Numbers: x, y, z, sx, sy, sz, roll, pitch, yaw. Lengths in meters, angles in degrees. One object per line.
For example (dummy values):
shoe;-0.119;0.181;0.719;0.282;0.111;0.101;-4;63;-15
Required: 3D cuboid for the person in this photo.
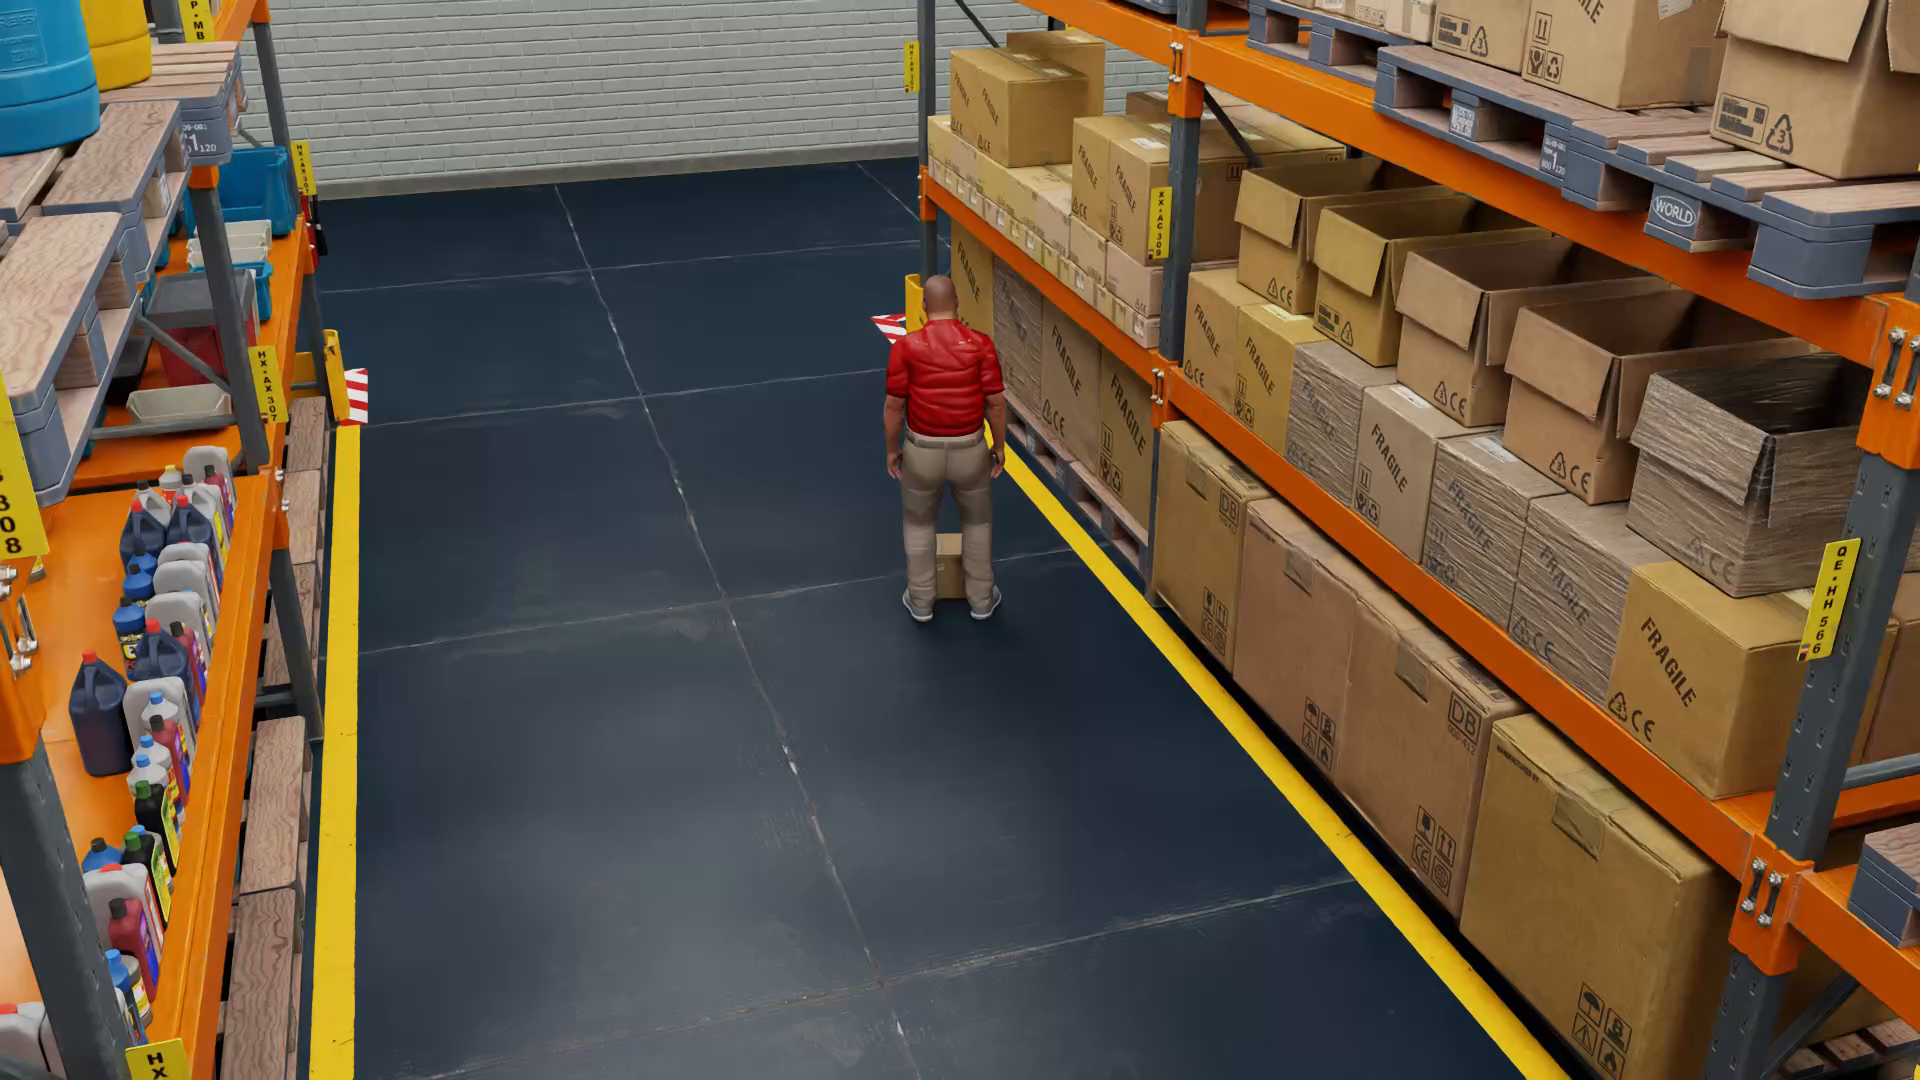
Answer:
person;-0.070;-0.419;7.982;0.585;1.726;0.396;-1;26;-2
